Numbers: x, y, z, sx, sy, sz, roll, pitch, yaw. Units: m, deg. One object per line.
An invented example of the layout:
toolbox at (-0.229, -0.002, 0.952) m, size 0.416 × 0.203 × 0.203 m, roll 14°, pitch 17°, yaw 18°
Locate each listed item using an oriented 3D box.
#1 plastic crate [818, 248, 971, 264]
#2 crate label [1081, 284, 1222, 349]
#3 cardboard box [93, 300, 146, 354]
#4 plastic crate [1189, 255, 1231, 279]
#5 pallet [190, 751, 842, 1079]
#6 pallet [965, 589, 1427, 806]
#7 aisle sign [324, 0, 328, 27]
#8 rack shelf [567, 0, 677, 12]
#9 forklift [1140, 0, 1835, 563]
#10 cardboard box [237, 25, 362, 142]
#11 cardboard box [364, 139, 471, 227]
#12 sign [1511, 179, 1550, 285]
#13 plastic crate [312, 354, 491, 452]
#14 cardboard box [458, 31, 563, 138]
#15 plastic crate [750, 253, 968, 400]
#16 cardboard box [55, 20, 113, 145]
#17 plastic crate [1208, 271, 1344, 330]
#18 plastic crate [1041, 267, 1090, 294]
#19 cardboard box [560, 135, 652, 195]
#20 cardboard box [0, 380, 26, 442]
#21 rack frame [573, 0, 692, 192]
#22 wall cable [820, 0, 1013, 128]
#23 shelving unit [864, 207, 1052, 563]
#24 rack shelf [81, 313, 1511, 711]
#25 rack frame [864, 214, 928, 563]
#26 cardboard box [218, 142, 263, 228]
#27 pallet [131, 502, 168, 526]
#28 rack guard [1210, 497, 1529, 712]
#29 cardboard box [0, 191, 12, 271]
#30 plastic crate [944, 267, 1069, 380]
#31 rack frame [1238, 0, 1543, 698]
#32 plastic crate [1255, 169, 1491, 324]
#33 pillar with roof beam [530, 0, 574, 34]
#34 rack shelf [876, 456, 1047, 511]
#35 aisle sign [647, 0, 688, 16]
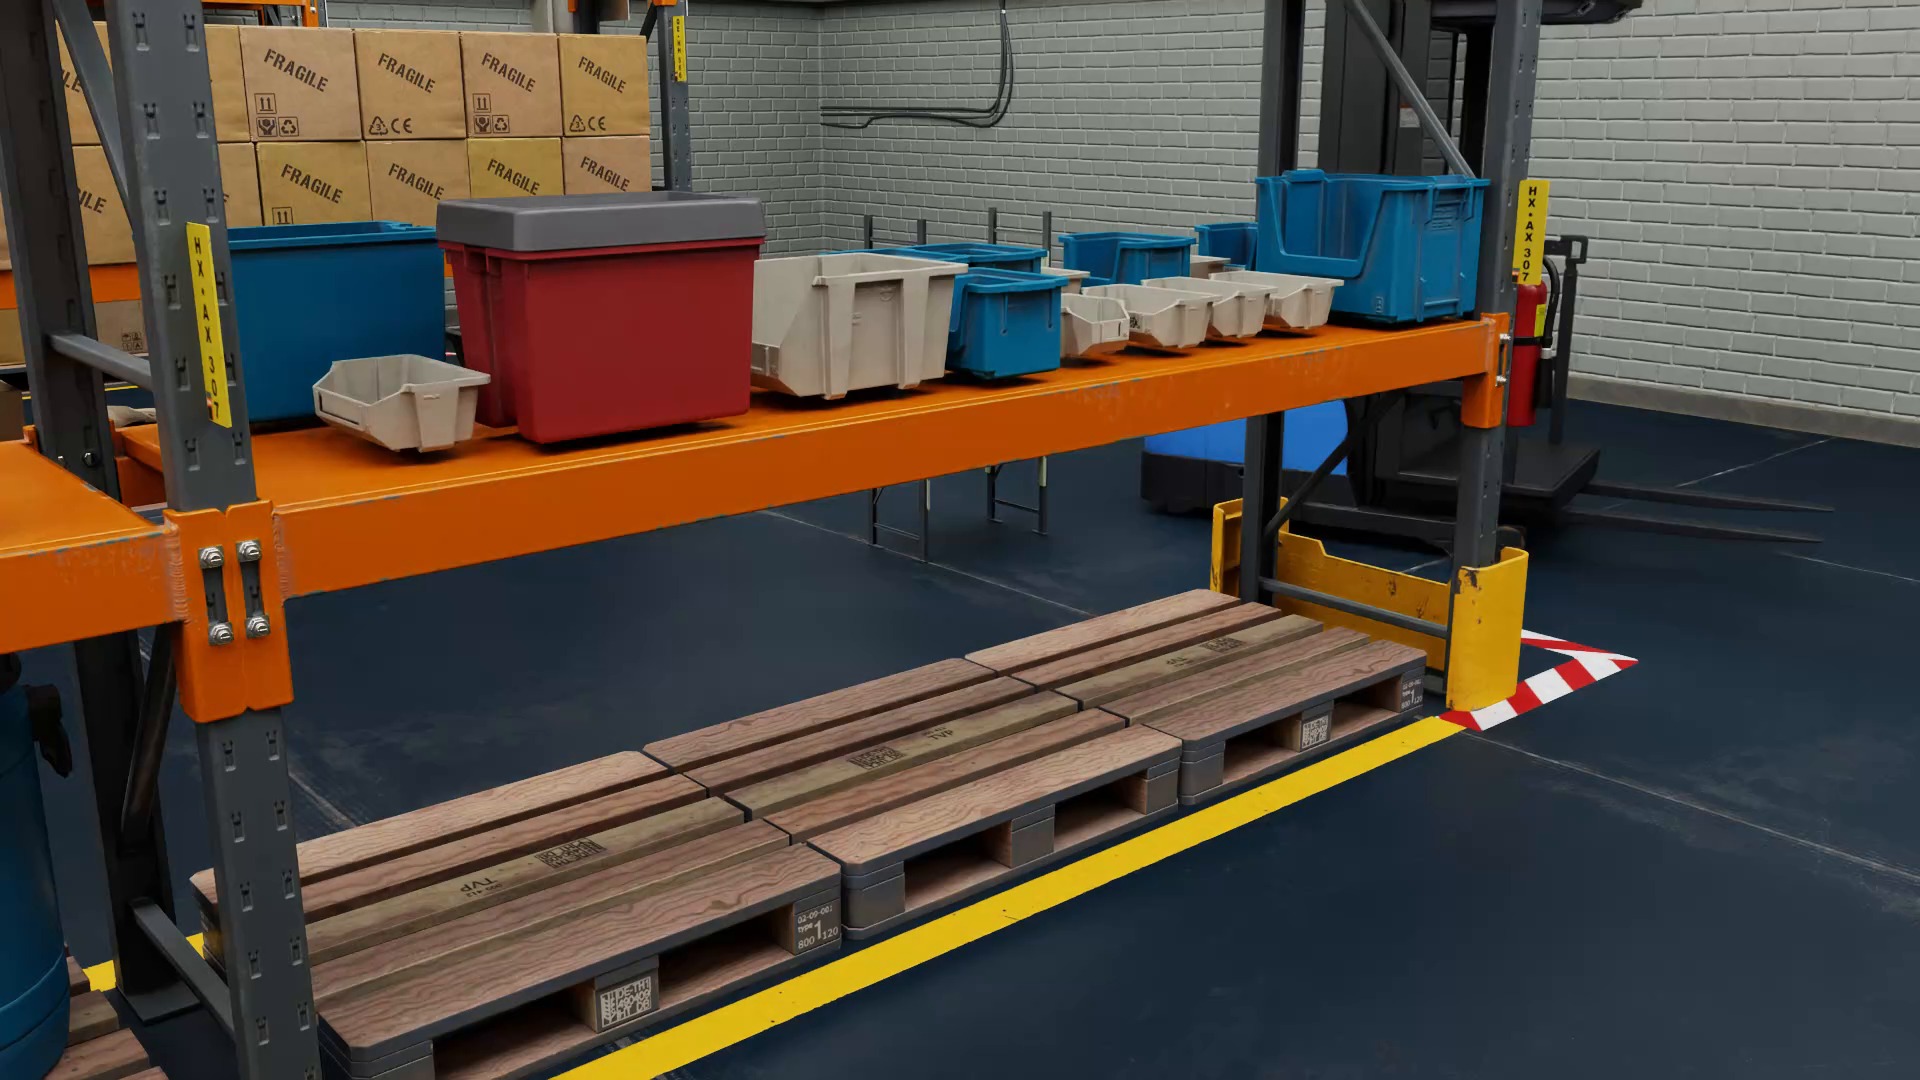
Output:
plastic crate at (-0.188, -0.697, 4.755) m, size 0.300 × 0.233 × 0.416 m, roll -13°, pitch 19°, yaw -39°
crate label at (0.516, -0.631, 4.693) m, size 0.243 × 0.136 × 0.396 m, roll -13°, pitch 19°, yaw -39°
cardboard box at (-6.288, -1.616, 12.018) m, size 0.500 × 0.500 × 0.700 m, roll -13°, pitch 20°, yaw -41°
plastic crate at (0.736, -0.886, 5.650) m, size 0.298 × 0.136 × 0.250 m, roll -13°, pitch 19°, yaw -39°
pallet at (-1.054, 0.892, 4.001) m, size 1.213 × 0.211 × 1.003 m, roll -13°, pitch 19°, yaw -39°
pallet at (0.787, 0.479, 5.548) m, size 1.213 × 0.211 × 1.003 m, roll -13°, pitch 19°, yaw -39°
aisle sign at (-4.818, -4.139, 12.395) m, size 0.004 × 0.787 × 0.394 m, roll -13°, pitch 19°, yaw -39°
rack shelf at (-3.323, -2.728, 7.733) m, size 4.000 × 0.370 × 1.077 m, roll -13°, pitch 19°, yaw -39°
forklift at (2.427, -1.467, 7.561) m, size 3.031 × 2.935 × 1.130 m, roll 9°, pitch 17°, yaw 30°
cardboard box at (-3.126, -2.106, 7.692) m, size 0.500 × 0.500 × 0.500 m, roll -12°, pitch 19°, yaw -38°
cardboard box at (-2.742, -1.713, 8.156) m, size 0.500 × 0.500 × 0.500 m, roll -12°, pitch 19°, yaw -39°
sign at (1.808, -0.975, 5.272) m, size 0.005 × 0.325 × 0.100 m, roll -13°, pitch 19°, yaw -39°
plastic crate at (-1.138, -0.276, 3.364) m, size 0.243 × 0.136 × 0.396 m, roll -13°, pitch 19°, yaw -39°
cardboard box at (-2.350, -2.282, 8.350) m, size 0.500 × 0.500 × 0.500 m, roll -12°, pitch 19°, yaw -38°
plastic crate at (-0.310, -0.517, 3.988) m, size 0.530 × 0.282 × 0.437 m, roll -13°, pitch 19°, yaw -39°
cardboard box at (-3.903, -1.932, 7.038) m, size 0.500 × 0.500 × 0.500 m, roll -13°, pitch 20°, yaw -41°
plastic crate at (0.938, -0.729, 5.060) m, size 0.243 × 0.136 × 0.396 m, roll -13°, pitch 19°, yaw -39°
plastic crate at (0.224, -0.771, 5.220) m, size 0.298 × 0.136 × 0.250 m, roll -13°, pitch 19°, yaw -39°
cardboard box at (-1.973, -1.885, 8.800) m, size 0.500 × 0.500 × 0.500 m, roll -12°, pitch 19°, yaw -38°
cardboard box at (-4.588, -0.445, 7.593) m, size 0.500 × 0.500 × 0.500 m, roll -13°, pitch 19°, yaw -39°
rack frame at (-1.814, -1.965, 9.296) m, size 0.127 × 3.000 × 1.000 m, roll -13°, pitch 19°, yaw -39°
wall cable at (-0.568, -5.216, 15.857) m, size 0.112 × 2.526 × 3.097 m, roll -13°, pitch 19°, yaw -39°
shelving unit at (-0.005, -0.723, 7.552) m, size 0.755 × 1.500 × 0.431 m, roll -13°, pitch 19°, yaw -39°
rack shelf at (-0.074, -0.314, 4.508) m, size 4.000 × 0.370 × 1.077 m, roll -13°, pitch 19°, yaw -39°
rack frame at (-0.281, -0.661, 7.320) m, size 0.023 × 1.500 × 0.400 m, roll -13°, pitch 19°, yaw -39°
cardboard box at (-3.505, -1.541, 7.513) m, size 0.500 × 0.500 × 0.500 m, roll -13°, pitch 20°, yaw -40°
pallet at (-4.313, -0.057, 7.554) m, size 1.213 × 0.211 × 1.003 m, roll -13°, pitch 19°, yaw -39°
rack guard at (1.444, 0.201, 6.031) m, size 0.348 × 0.500 × 1.175 m, roll -13°, pitch 19°, yaw -39°
cardboard box at (-4.268, -1.369, 6.871) m, size 0.500 × 0.500 × 0.500 m, roll -12°, pitch 19°, yaw -38°
plastic crate at (0.054, -0.551, 4.208) m, size 0.300 × 0.233 × 0.416 m, roll -13°, pitch 19°, yaw -39°
rack frame at (1.434, -1.001, 5.683) m, size 0.127 × 3.000 × 1.000 m, roll -13°, pitch 19°, yaw -39°
plastic crate at (1.304, -0.954, 5.322) m, size 0.499 × 0.435 × 0.616 m, roll -13°, pitch 19°, yaw -39°
pillar with roof beam at (-0.774, -5.615, 11.335) m, size 0.400 × 9.000 × 9.100 m, roll -13°, pitch 19°, yaw -39°
rack shelf at (-0.005, -0.408, 7.636) m, size 0.720 × 0.370 × 0.431 m, roll -13°, pitch 19°, yaw -39°
aisle sign at (-1.562, -3.173, 8.780) m, size 0.004 × 0.787 × 0.394 m, roll -13°, pitch 19°, yaw -39°
